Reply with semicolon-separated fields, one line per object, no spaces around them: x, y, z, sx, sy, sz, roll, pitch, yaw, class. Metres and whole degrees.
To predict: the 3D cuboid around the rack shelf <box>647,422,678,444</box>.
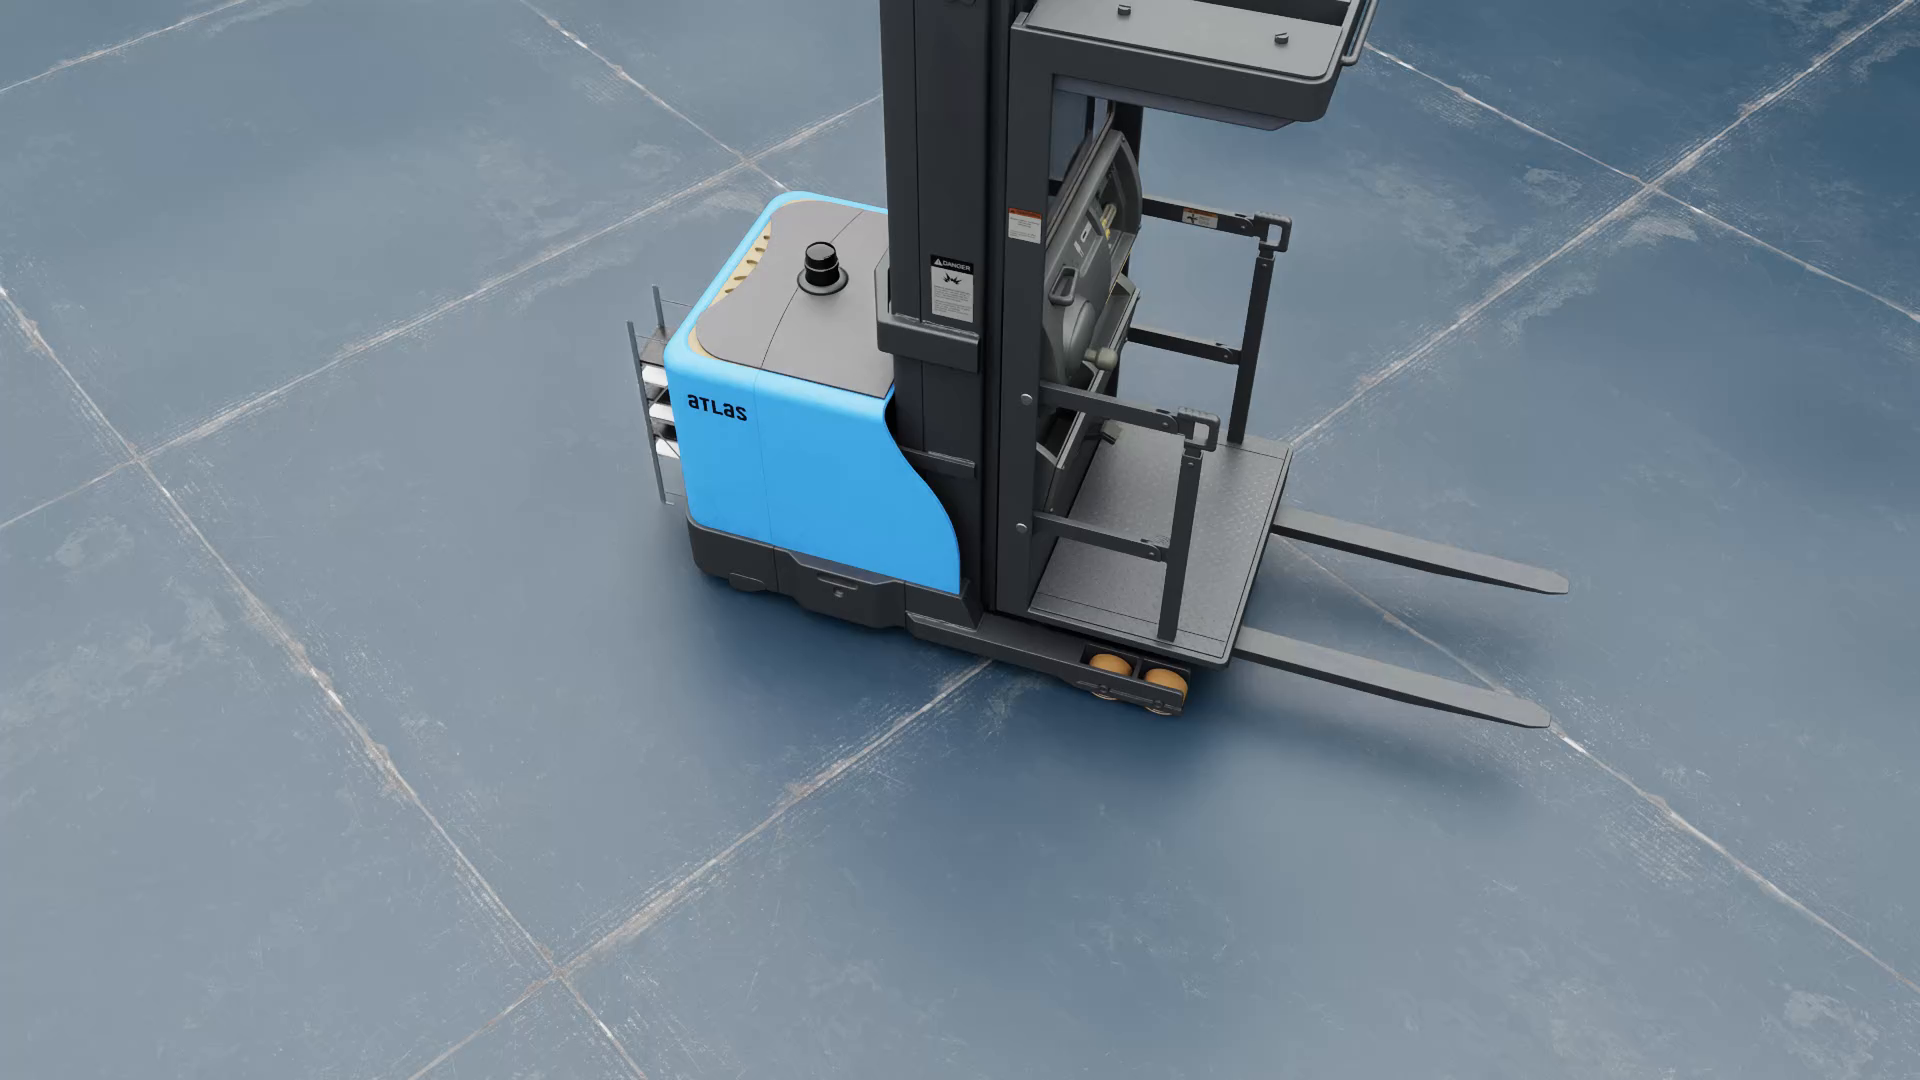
-1.002;-0.411;6.185;0.258;0.077;0.200;14;49;12;rack shelf

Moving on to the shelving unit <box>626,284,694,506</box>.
-1.002;-0.495;6.094;0.258;0.900;0.210;14;49;12;shelving unit

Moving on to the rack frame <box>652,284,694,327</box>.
-0.970;-0.566;6.160;0.240;0.900;0.006;14;49;12;rack frame

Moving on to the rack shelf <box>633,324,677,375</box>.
-1.002;-0.655;5.920;0.258;0.077;0.200;14;49;12;rack shelf

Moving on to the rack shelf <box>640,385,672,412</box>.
-1.002;-0.533;6.053;0.258;0.077;0.200;14;49;12;rack shelf

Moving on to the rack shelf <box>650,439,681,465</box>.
-1.002;-0.350;6.251;0.258;0.077;0.200;14;49;12;rack shelf

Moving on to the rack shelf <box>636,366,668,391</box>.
-1.002;-0.594;5.986;0.258;0.077;0.200;14;49;12;rack shelf

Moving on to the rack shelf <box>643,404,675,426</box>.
-1.002;-0.472;6.119;0.258;0.077;0.200;14;49;12;rack shelf

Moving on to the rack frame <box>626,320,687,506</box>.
-1.034;-0.424;6.029;0.240;0.900;0.006;14;49;12;rack frame

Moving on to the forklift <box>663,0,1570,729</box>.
0.594;-0.839;5.030;3.031;2.935;1.130;15;49;13;forklift
